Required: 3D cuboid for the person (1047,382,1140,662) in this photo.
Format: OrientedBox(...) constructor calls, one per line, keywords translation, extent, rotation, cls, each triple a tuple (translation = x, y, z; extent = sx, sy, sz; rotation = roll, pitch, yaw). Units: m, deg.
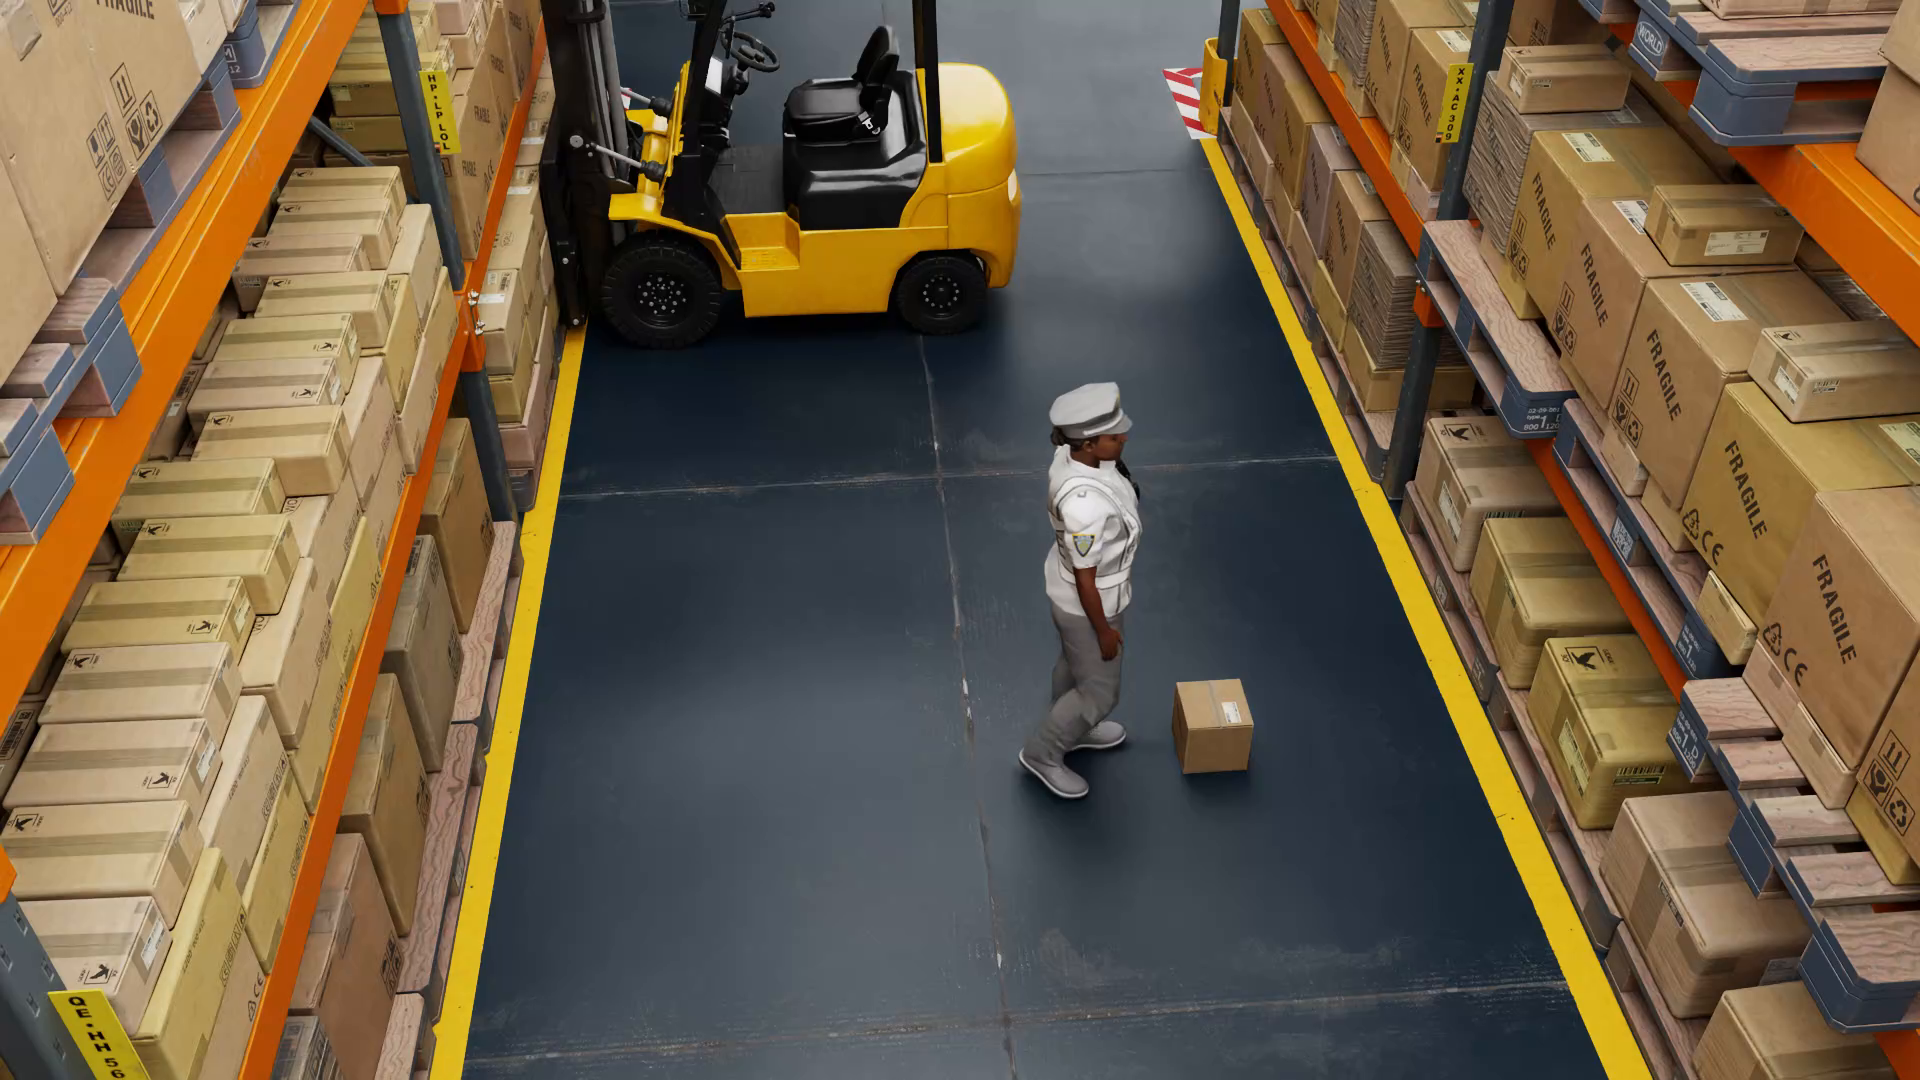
OrientedBox(translation=(0.449, -0.071, 5.690), extent=(0.312, 1.030, 0.479), rotation=(0, 39, 1), cls="person")
